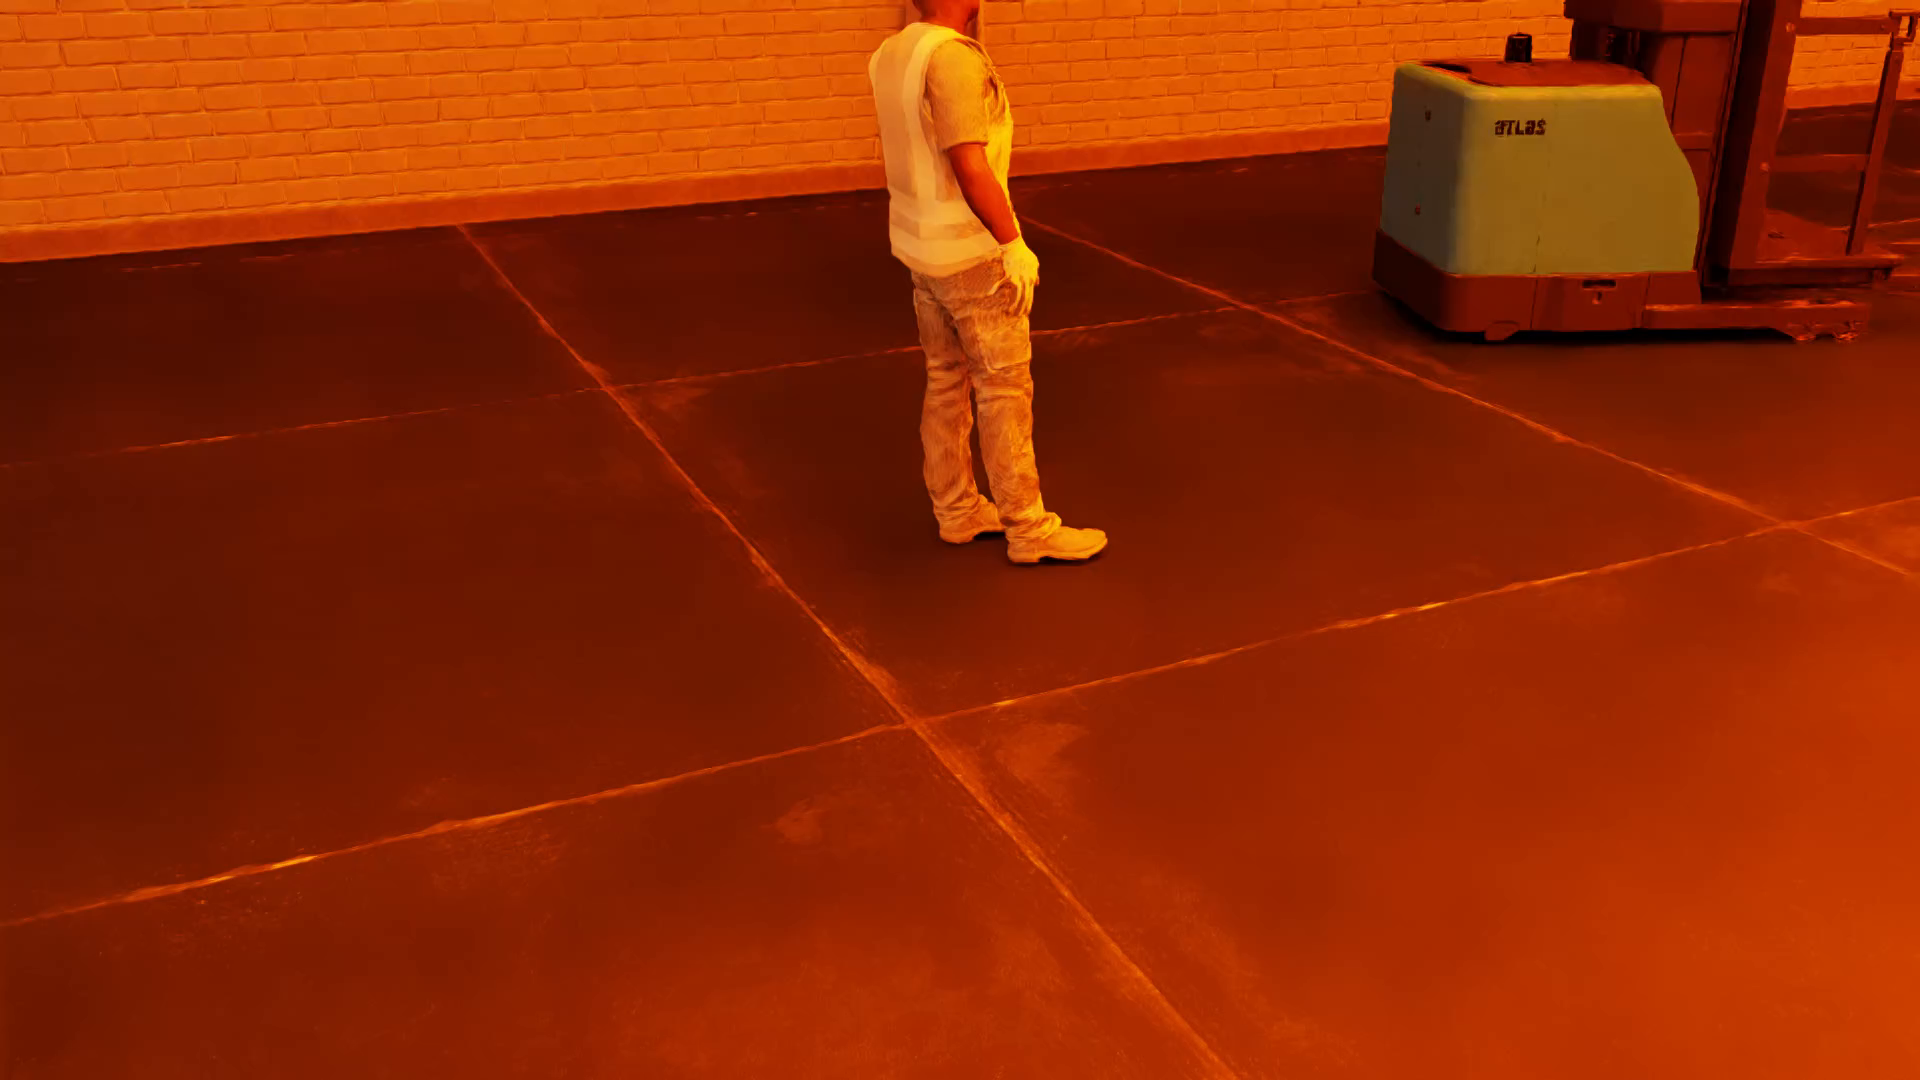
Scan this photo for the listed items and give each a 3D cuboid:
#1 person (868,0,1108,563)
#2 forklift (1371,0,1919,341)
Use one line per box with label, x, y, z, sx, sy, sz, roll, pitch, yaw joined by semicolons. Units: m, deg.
person;0.069;-0.839;4.784;0.576;1.782;0.655;-10;25;-23
forklift;3.505;-2.418;7.106;3.031;2.935;1.130;-2;23;-5
